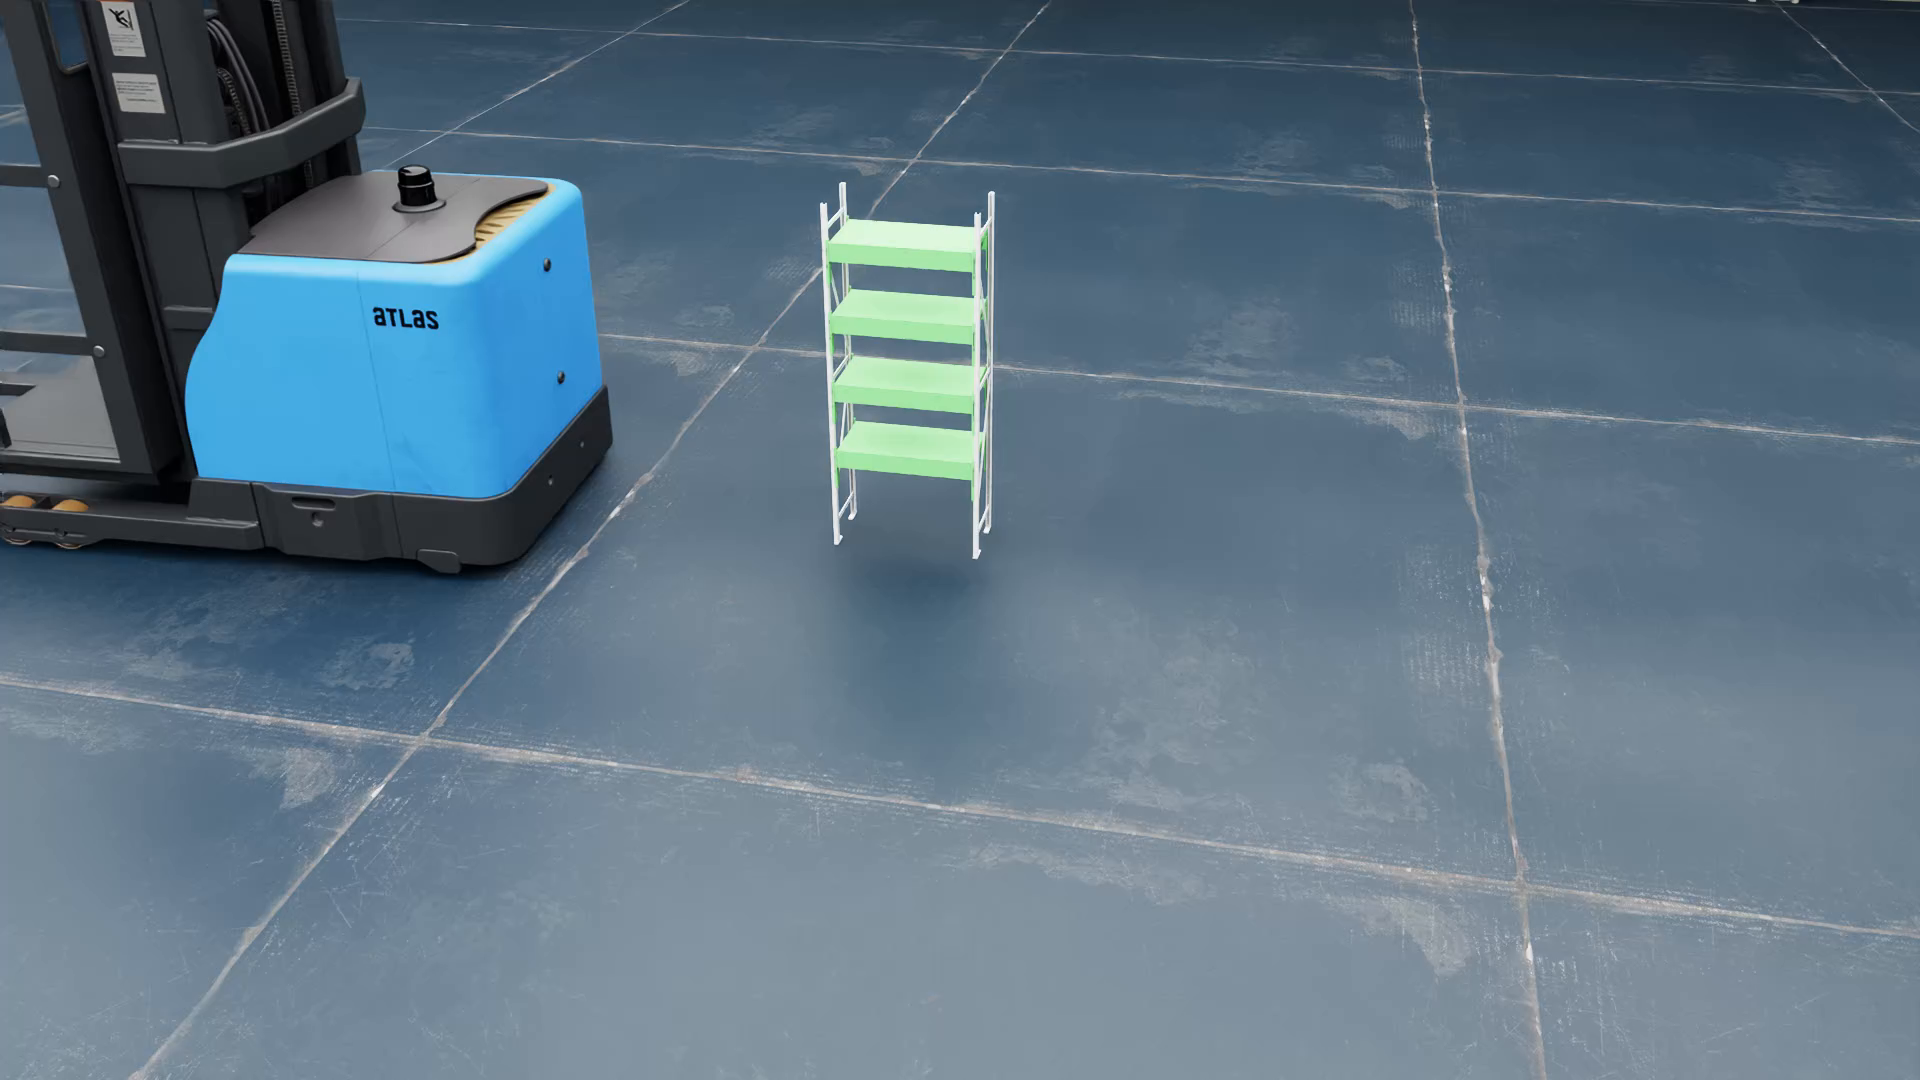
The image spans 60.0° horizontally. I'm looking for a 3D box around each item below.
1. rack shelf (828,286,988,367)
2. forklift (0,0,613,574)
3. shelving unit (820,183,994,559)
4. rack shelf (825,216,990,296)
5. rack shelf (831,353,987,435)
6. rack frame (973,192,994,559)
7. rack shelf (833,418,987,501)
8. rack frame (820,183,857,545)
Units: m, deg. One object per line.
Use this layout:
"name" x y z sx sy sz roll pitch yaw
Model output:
"rack shelf" -0.162 -0.697 5.408 0.480 0.148 0.258 6 29 11
"forklift" -2.872 -1.498 5.434 3.031 2.935 1.130 5 29 8
"shelving unit" -0.162 -0.543 5.492 0.503 1.200 0.258 6 29 11
"rack shelf" -0.162 -0.908 5.292 0.480 0.148 0.258 6 29 11
"rack shelf" -0.162 -0.487 5.523 0.480 0.148 0.258 6 29 11
"rack frame" 0.077 -0.518 5.448 0.015 1.200 0.240 6 29 11
"rack shelf" -0.162 -0.276 5.638 0.480 0.148 0.258 6 29 11
"rack frame" -0.401 -0.567 5.537 0.015 1.200 0.240 6 29 11
